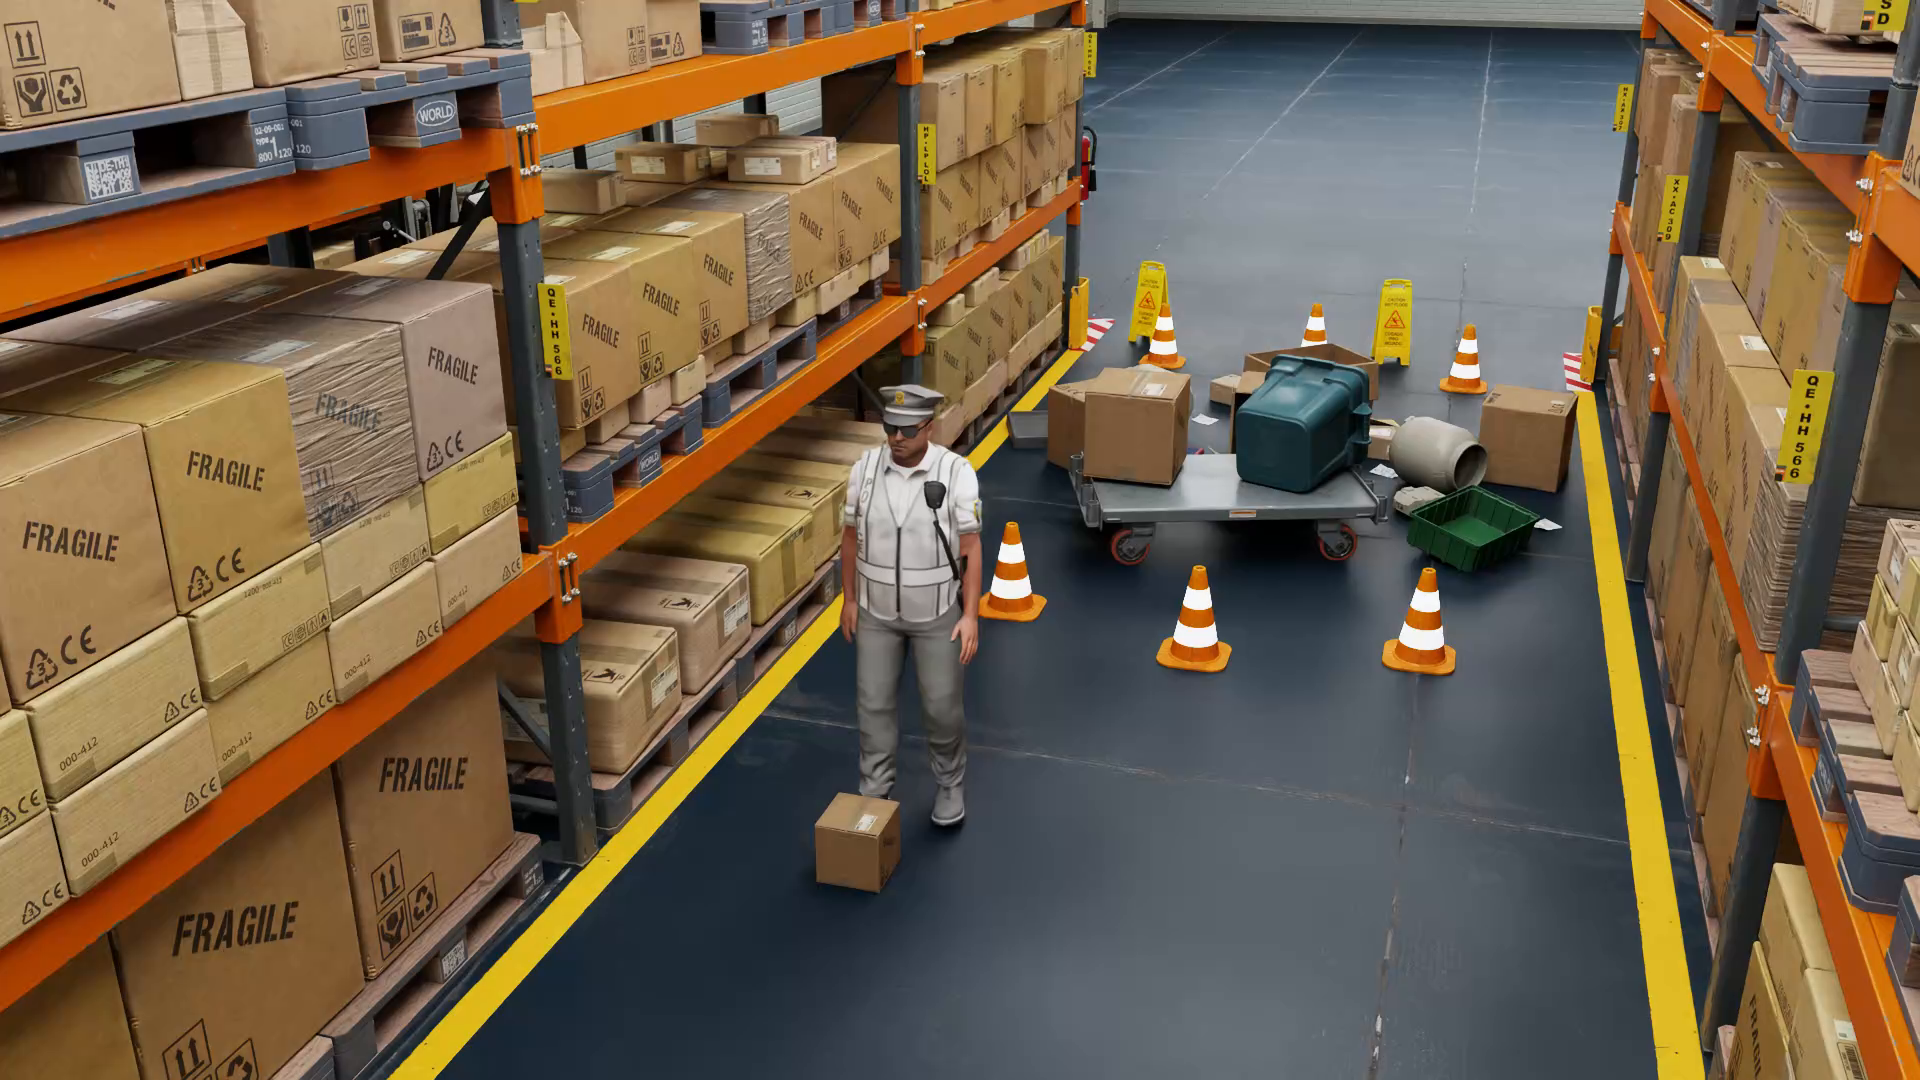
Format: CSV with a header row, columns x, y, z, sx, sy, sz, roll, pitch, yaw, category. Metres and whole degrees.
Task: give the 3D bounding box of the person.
x,y,z,sx,sy,sz,roll,pitch,yaw,category
-0.202,0.279,6.332,0.586,1.770,0.502,4,22,11,person
